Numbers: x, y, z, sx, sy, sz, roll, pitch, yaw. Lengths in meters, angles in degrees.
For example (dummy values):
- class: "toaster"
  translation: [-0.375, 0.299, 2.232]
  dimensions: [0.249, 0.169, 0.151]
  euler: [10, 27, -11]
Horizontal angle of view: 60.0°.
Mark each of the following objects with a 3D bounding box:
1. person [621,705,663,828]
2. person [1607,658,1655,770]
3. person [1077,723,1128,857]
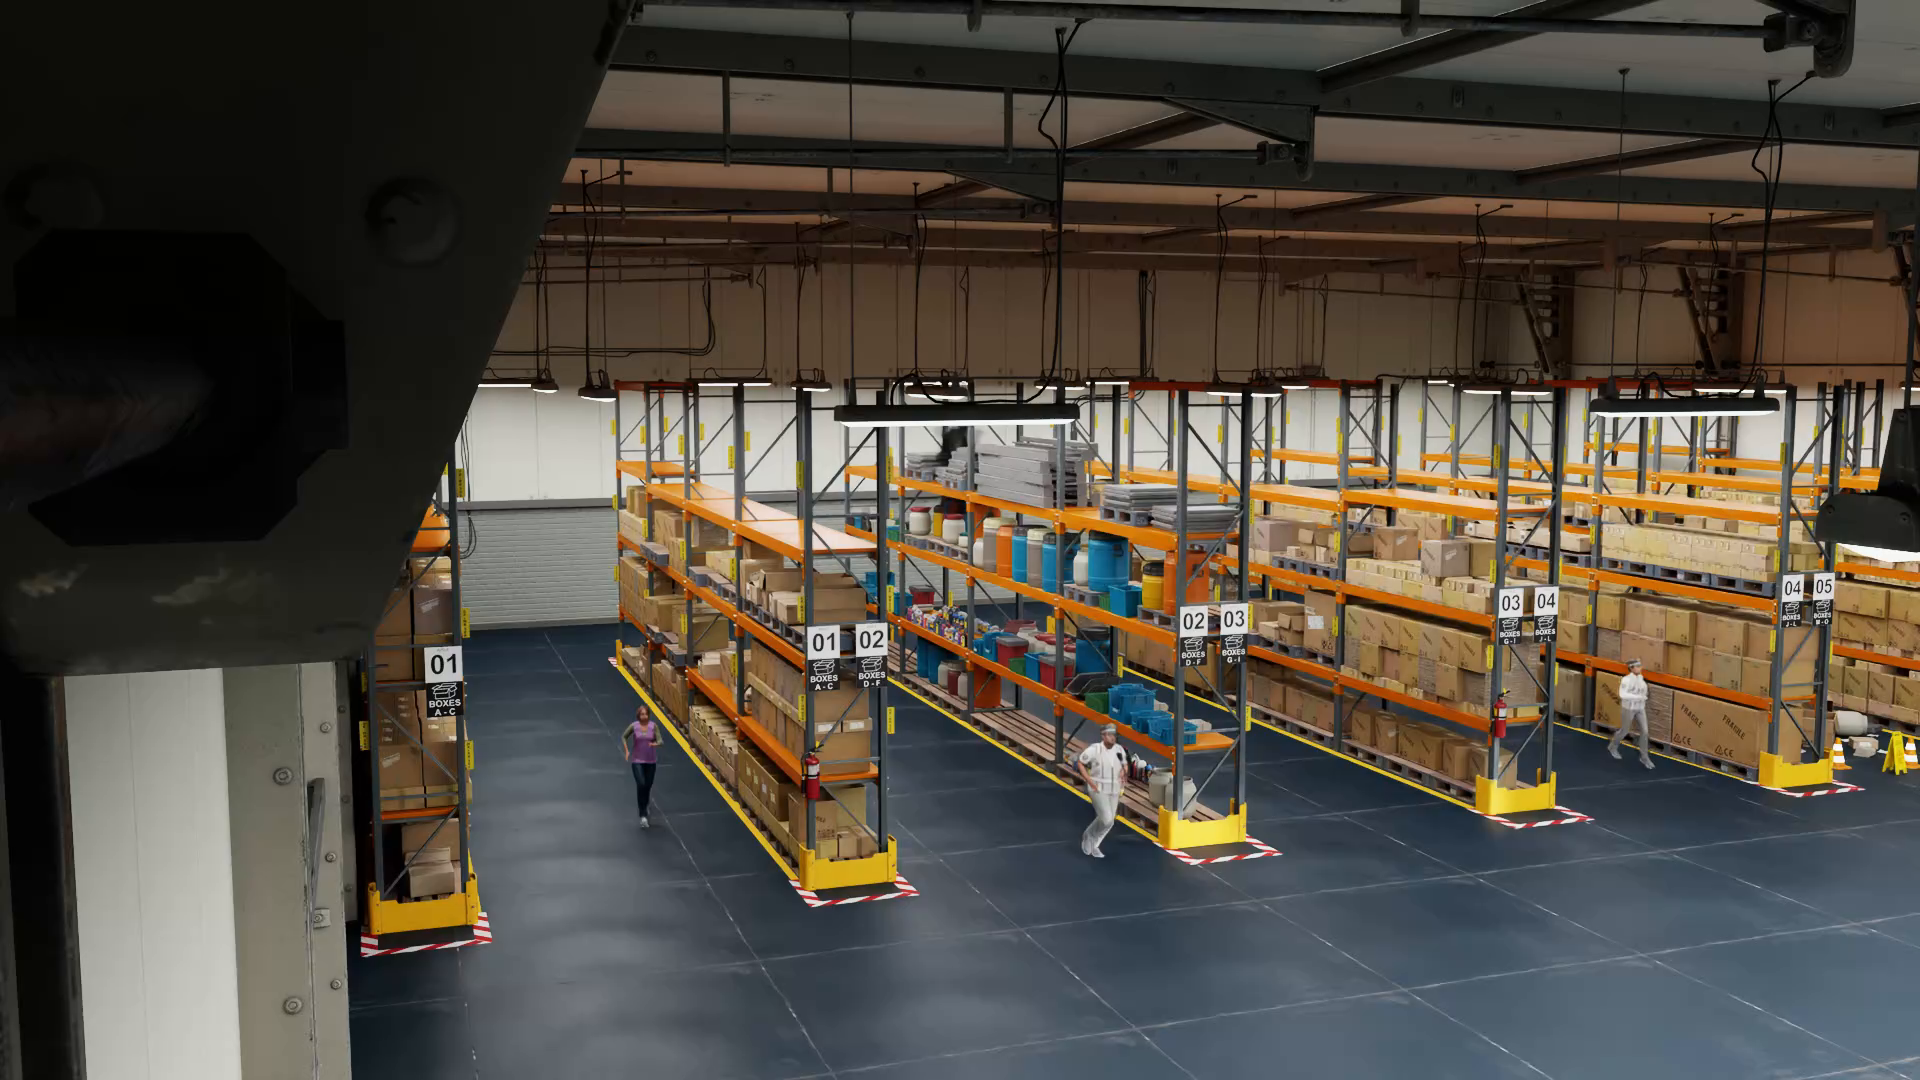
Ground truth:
- class: "person"
  translation: [-4.381, 3.092, 23.012]
  dimensions: [0.516, 1.632, 0.759]
  euler: [-3, 7, -25]
- class: "person"
  translation: [10.616, 2.698, 26.286]
  dimensions: [0.605, 1.727, 0.856]
  euler: [-2, 6, -21]
- class: "person"
  translation: [1.908, 3.223, 21.449]
  dimensions: [0.681, 1.734, 0.565]
  euler: [-3, 7, -27]
